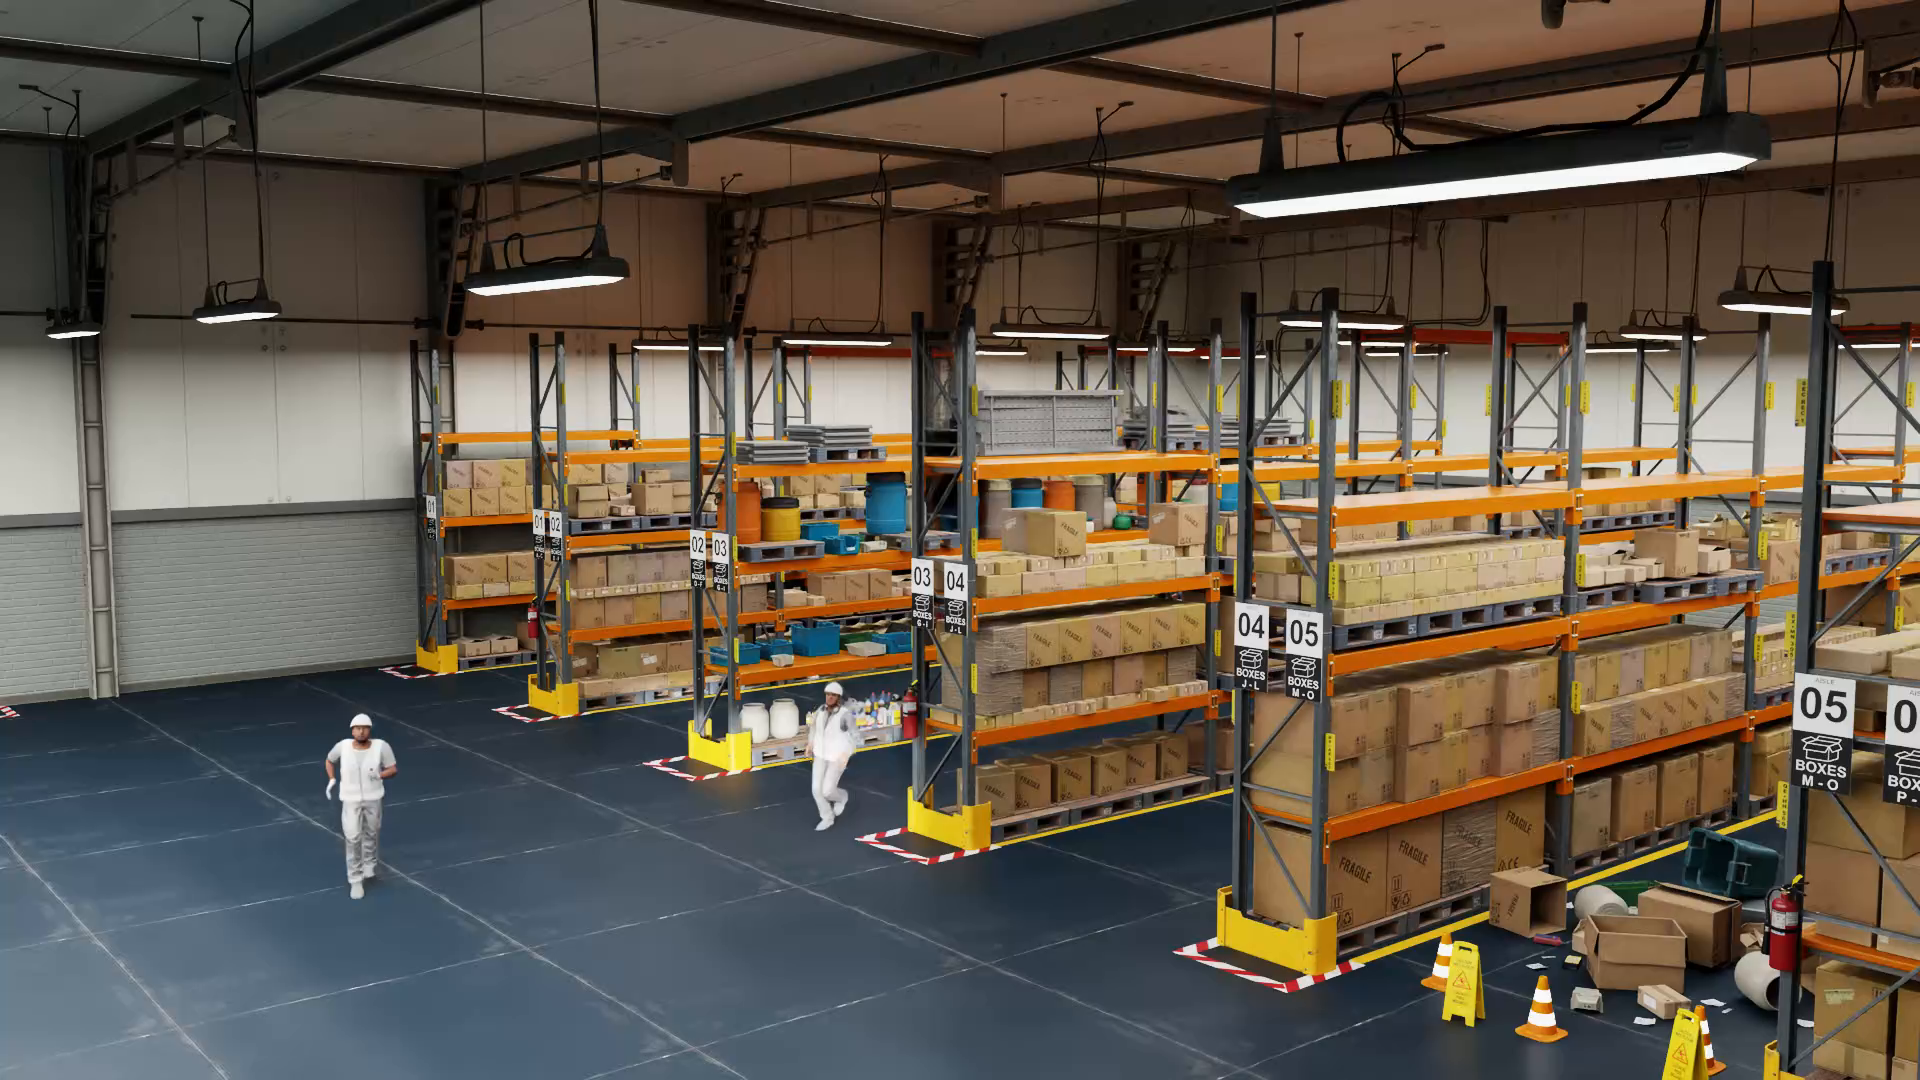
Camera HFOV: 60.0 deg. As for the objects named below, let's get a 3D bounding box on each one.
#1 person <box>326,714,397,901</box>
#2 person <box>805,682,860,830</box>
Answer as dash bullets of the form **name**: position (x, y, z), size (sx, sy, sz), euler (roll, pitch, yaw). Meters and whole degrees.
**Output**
- **person**: position (-6.120, 2.684, 17.041), size (0.681, 1.829, 0.793), euler (-2, 6, -23)
- **person**: position (-1.480, 2.516, 19.483), size (0.678, 1.734, 0.590), euler (3, 6, 27)
